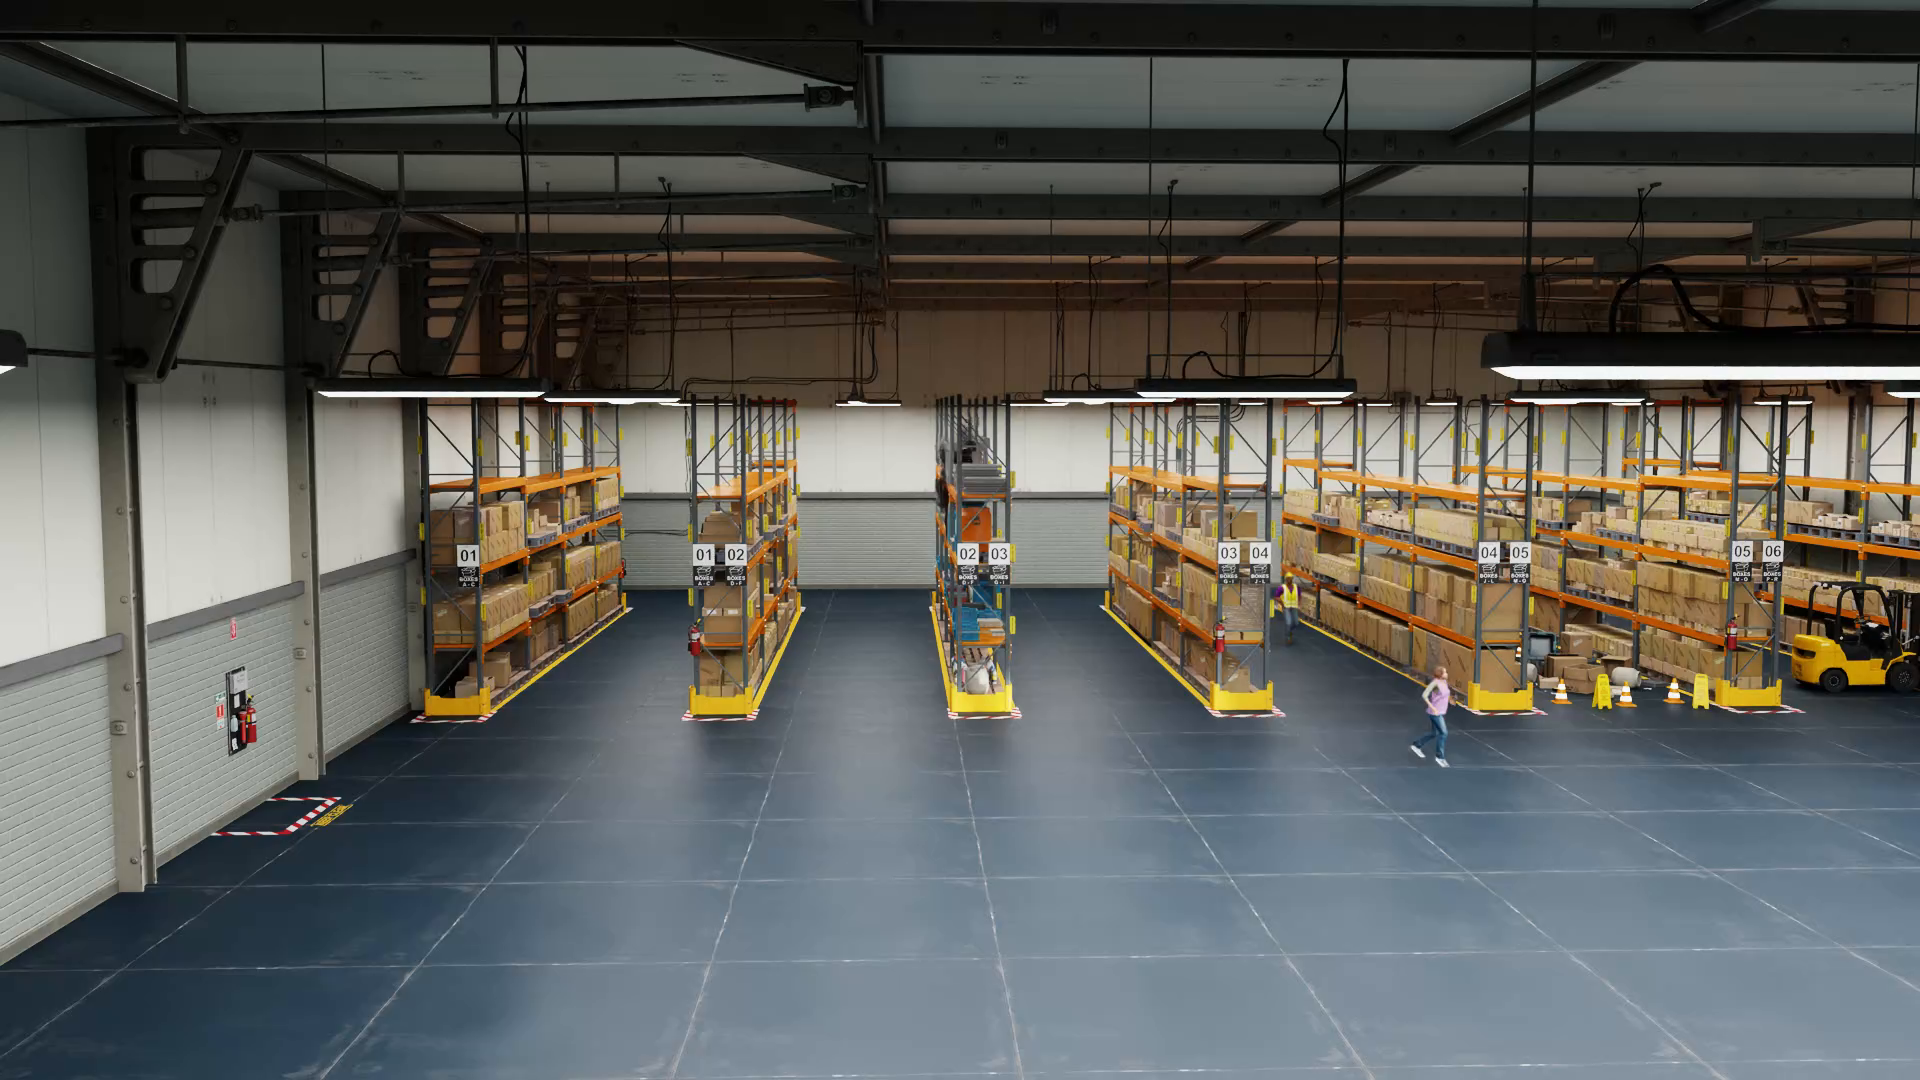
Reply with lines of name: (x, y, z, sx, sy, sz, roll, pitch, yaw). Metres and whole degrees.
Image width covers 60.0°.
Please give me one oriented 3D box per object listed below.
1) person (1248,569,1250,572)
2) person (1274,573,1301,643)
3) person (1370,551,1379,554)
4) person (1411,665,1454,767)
person: (8.131, 1.317, 45.563, 0.649, 1.658, 0.648, 0, 5, 3)
person: (8.058, 1.662, 40.706, 0.696, 1.716, 0.605, -1, 5, -7)
person: (11.445, 1.214, 46.010, 0.641, 1.820, 0.715, -1, 5, -8)
person: (7.619, 2.826, 26.839, 0.688, 1.645, 0.543, 3, 6, 35)
